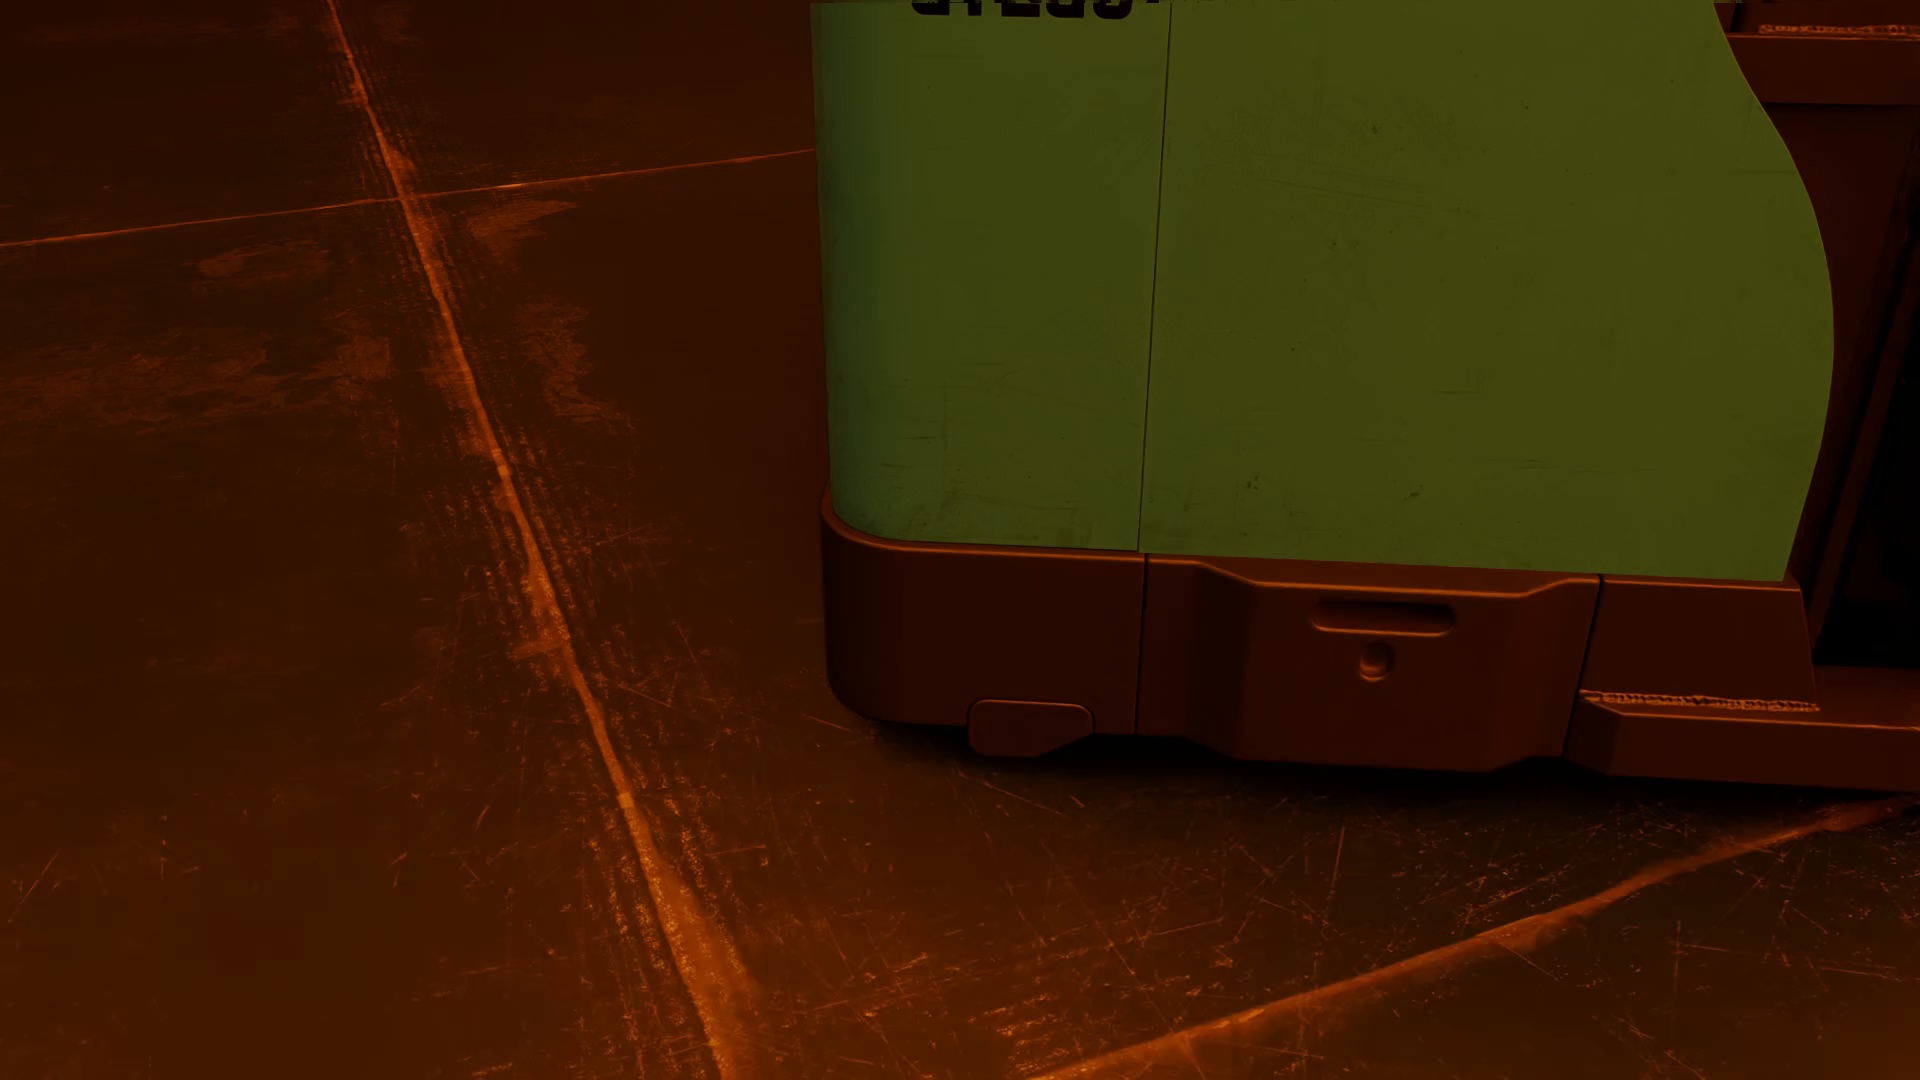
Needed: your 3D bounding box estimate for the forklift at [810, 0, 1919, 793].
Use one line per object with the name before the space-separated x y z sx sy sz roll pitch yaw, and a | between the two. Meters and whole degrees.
forklift | 1.384 -1.189 1.625 3.031 2.935 1.130 3 30 5
